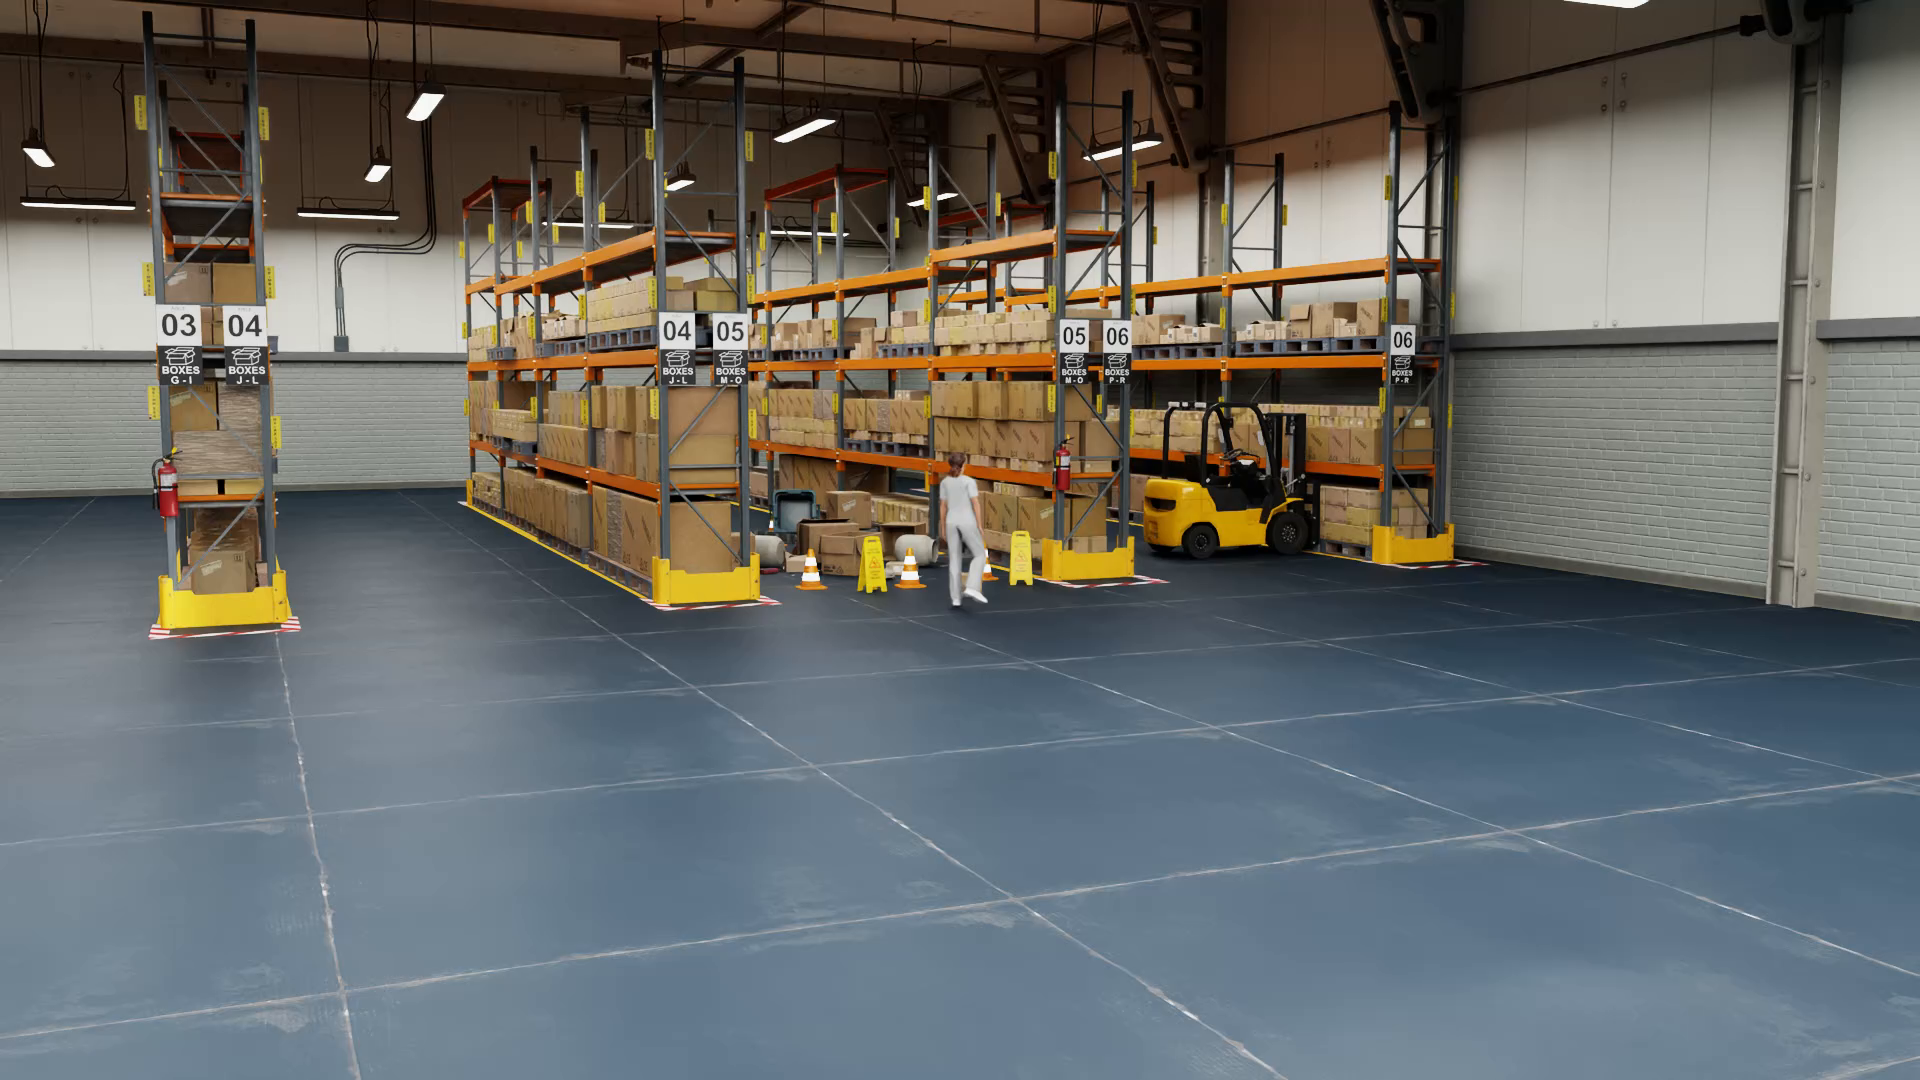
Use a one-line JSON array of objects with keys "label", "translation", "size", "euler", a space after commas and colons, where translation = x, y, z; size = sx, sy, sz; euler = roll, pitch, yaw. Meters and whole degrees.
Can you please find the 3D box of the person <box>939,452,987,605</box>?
[{"label": "person", "translation": [0.033, -0.120, 18.056], "size": [0.555, 1.667, 0.428], "euler": [2, 6, 20]}]
